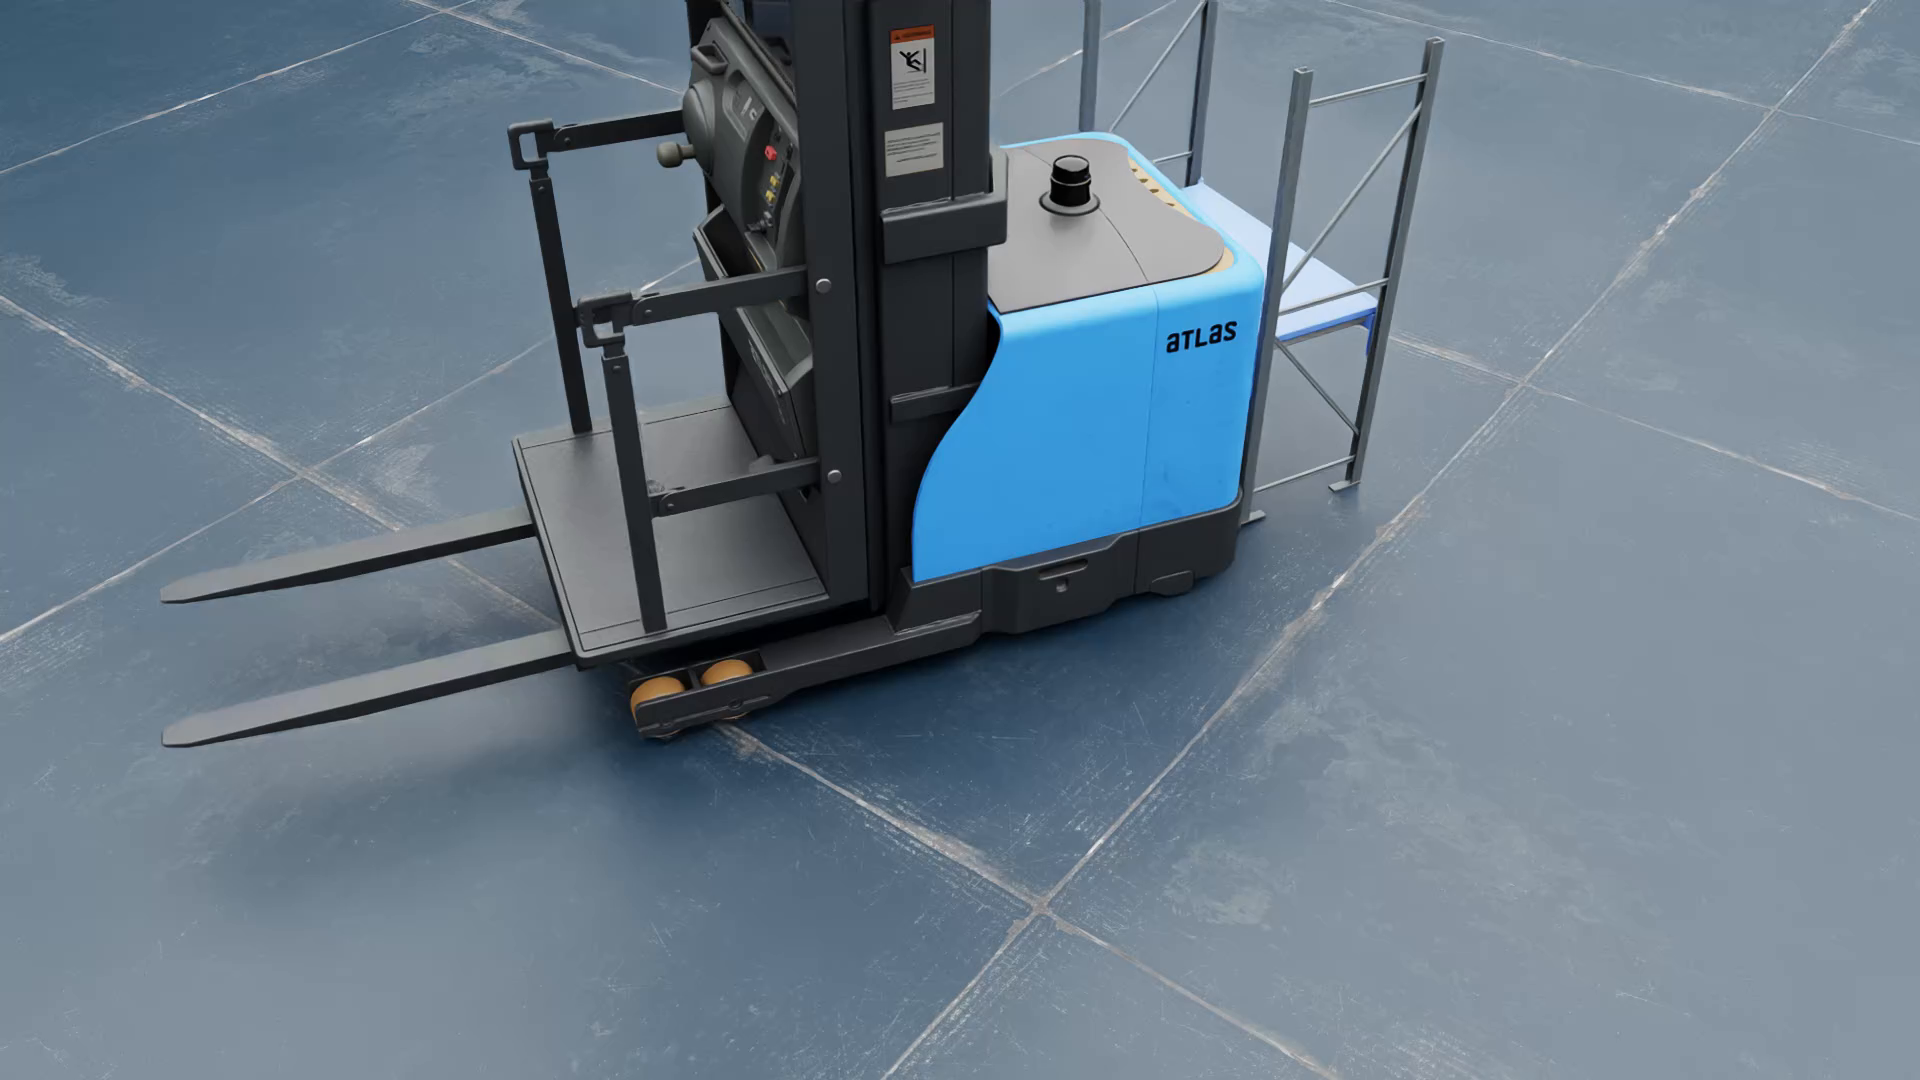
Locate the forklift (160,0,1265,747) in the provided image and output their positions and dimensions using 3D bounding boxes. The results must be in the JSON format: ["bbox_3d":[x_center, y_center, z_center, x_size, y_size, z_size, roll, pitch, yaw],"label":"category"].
[{"bbox_3d":[-0.733,-0.984,4.129,3.031,2.935,1.130,-13,40,-16],"label":"forklift"}]

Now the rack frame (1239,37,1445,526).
[{"bbox_3d":[1.103,-0.716,4.945,0.500,1.500,0.032,-18,42,-23],"label":"rack frame"}]

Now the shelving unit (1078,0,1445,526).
[{"bbox_3d":[0.857,-0.991,5.295,0.538,1.500,1.048,-18,42,-23],"label":"shelving unit"}]

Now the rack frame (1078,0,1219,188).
[{"bbox_3d":[0.612,-1.265,5.646,0.500,1.500,0.032,-18,42,-23],"label":"rack frame"}]

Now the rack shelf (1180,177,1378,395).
[{"bbox_3d":[0.856,-0.849,5.405,0.538,0.185,1.000,-18,42,-23],"label":"rack shelf"}]
